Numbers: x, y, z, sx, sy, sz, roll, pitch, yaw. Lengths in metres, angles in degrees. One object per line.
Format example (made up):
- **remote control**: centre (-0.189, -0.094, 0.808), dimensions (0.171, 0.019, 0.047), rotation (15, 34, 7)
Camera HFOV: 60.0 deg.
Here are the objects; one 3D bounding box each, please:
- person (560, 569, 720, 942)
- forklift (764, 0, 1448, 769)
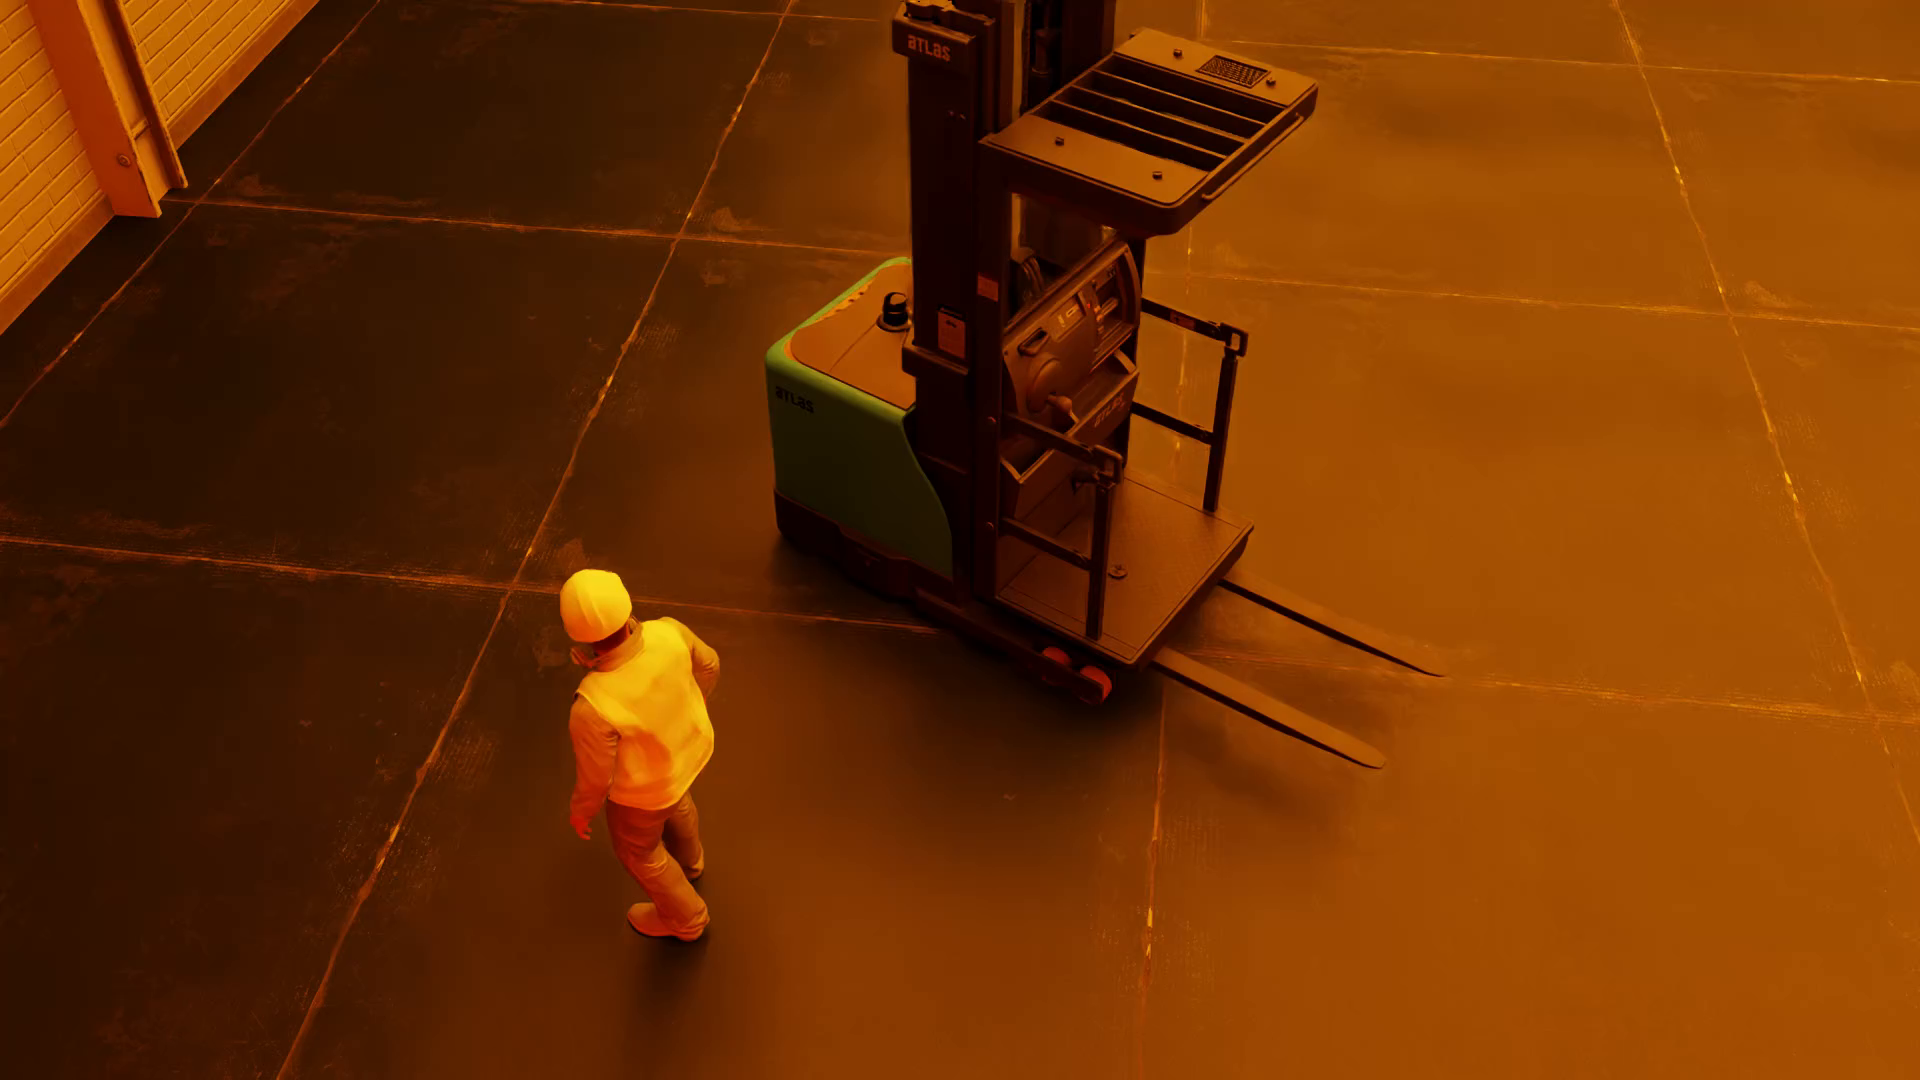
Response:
- **person**: centre (-1.126, 0.747, 5.777), dimensions (0.505, 1.760, 0.715), rotation (19, 46, 20)
- **forklift**: centre (0.626, -0.788, 6.582), dimensions (3.031, 2.935, 1.130), rotation (26, 48, 25)
